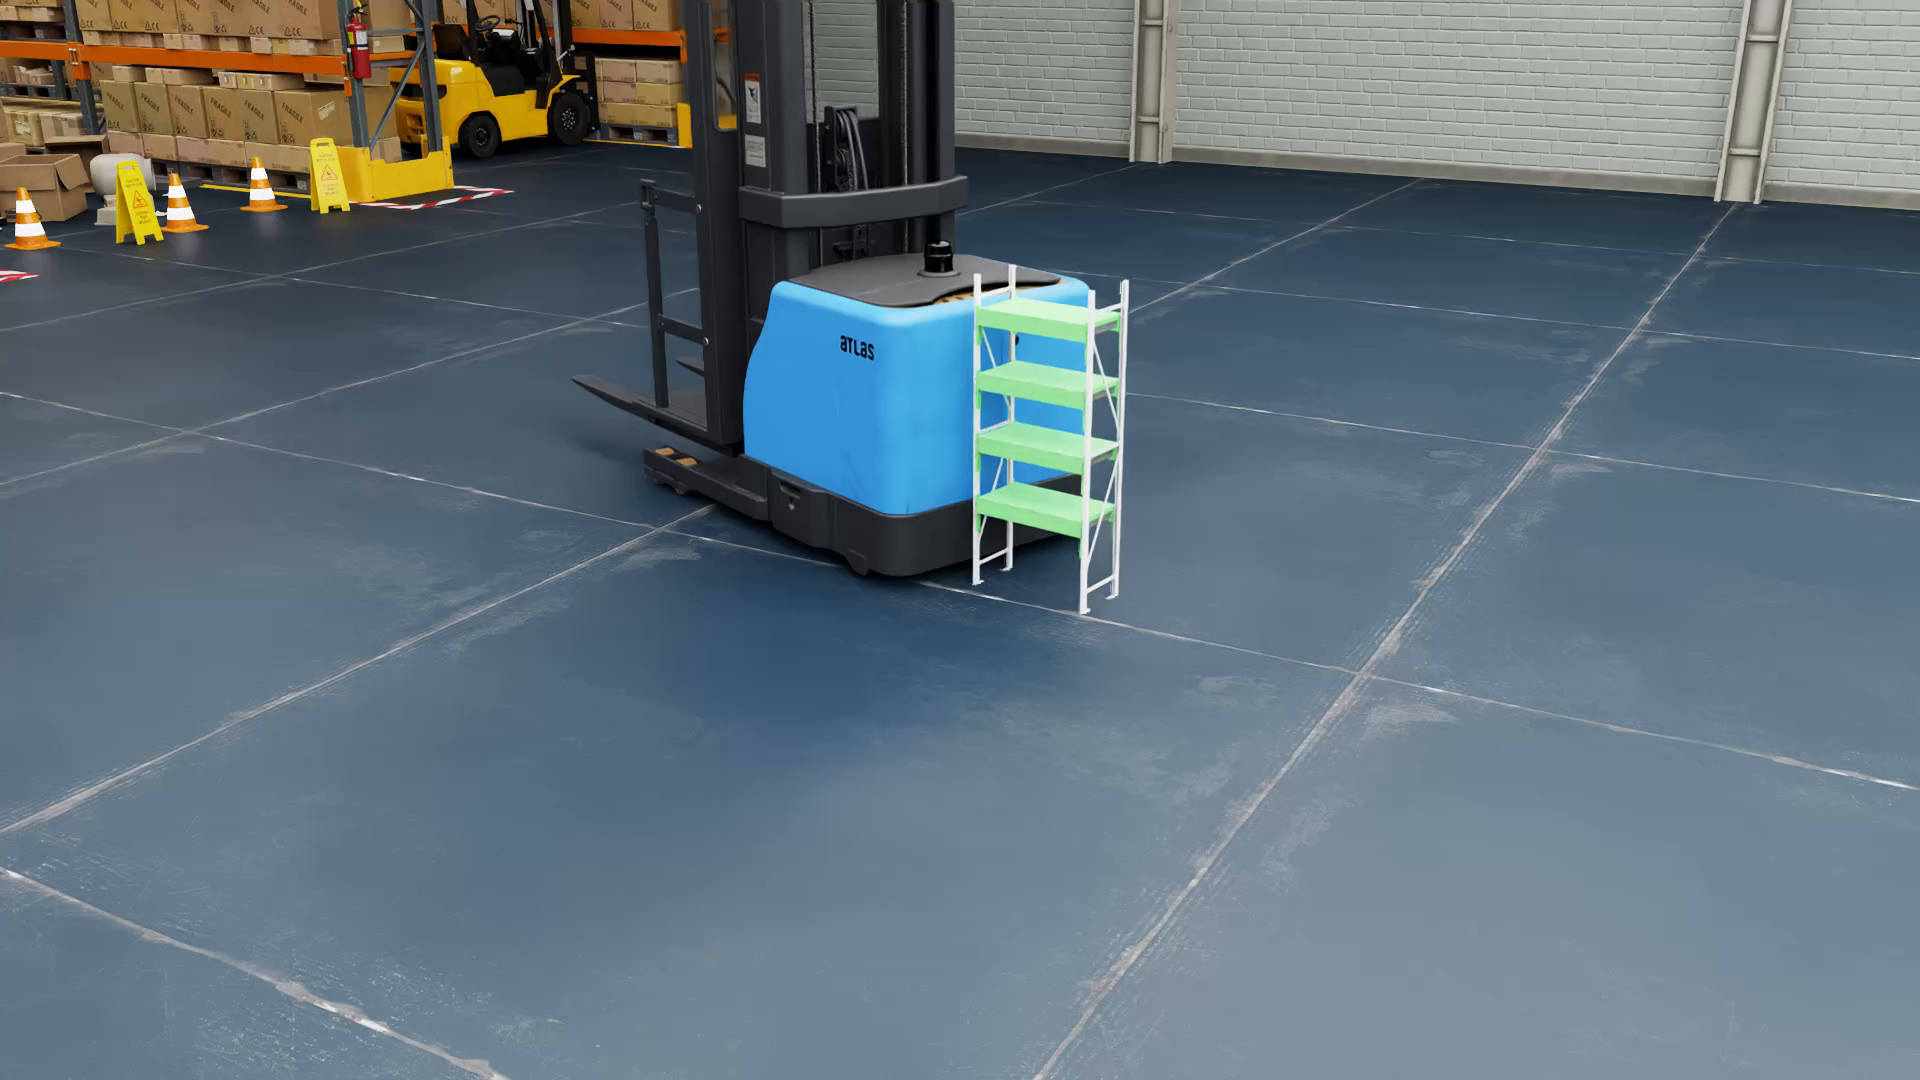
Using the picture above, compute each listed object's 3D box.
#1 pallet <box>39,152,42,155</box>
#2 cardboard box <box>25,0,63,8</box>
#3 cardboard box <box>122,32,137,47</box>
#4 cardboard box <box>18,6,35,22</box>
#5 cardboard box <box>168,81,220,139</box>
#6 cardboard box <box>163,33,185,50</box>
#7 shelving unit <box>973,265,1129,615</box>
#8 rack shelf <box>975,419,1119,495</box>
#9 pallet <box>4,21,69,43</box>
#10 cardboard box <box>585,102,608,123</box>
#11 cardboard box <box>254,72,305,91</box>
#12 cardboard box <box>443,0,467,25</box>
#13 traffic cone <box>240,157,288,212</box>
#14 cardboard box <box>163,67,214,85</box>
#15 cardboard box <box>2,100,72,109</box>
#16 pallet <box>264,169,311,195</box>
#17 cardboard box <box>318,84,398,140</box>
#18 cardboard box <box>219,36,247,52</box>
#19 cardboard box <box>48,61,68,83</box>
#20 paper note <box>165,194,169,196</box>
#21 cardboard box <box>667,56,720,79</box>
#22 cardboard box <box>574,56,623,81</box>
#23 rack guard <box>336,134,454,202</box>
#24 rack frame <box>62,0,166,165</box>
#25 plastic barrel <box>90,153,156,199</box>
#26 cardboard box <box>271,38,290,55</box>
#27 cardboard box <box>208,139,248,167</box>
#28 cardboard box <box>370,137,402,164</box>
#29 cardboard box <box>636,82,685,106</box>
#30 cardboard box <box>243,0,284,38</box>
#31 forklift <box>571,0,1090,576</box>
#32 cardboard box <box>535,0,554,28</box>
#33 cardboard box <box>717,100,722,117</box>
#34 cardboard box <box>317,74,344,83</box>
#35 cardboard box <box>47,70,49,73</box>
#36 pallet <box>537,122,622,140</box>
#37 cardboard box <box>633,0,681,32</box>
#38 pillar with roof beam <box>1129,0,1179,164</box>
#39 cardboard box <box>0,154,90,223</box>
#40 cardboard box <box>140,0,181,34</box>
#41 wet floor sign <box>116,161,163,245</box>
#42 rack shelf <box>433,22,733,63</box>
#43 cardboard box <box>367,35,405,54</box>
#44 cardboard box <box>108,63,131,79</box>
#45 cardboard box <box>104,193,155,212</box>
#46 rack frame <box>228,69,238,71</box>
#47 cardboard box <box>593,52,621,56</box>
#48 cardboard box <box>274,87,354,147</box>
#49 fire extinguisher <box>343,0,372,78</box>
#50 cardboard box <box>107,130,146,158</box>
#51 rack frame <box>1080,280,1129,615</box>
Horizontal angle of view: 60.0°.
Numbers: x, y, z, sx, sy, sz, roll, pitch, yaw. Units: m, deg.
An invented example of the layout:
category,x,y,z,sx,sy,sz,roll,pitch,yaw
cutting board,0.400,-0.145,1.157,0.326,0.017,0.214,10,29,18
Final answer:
category,x,y,z,sx,sy,sz,roll,pitch,yaw
pallet,-10.610,-4.443,18.803,1.213,0.211,1.003,11,23,27
cardboard box,-9.376,-5.815,17.297,0.500,0.500,0.500,10,22,26
cardboard box,-8.249,-5.094,16.879,0.250,0.149,0.380,11,23,27
cardboard box,-9.666,-5.554,17.529,0.250,0.149,0.380,10,22,26
cardboard box,-7.552,-4.329,16.716,0.500,0.500,0.500,12,23,30
cardboard box,-7.630,-4.940,16.454,0.250,0.149,0.380,11,23,28
shelving unit,0.323,-0.372,6.130,0.503,1.200,0.258,14,24,34
rack shelf,0.323,-0.312,6.152,0.480,0.148,0.258,14,24,34
pallet,-9.457,-5.502,17.916,1.213,0.211,1.003,11,23,27
cardboard box,-4.377,-5.295,20.481,0.500,0.250,0.500,11,23,28
cardboard box,-6.548,-4.416,16.005,0.250,0.149,0.380,12,23,29
cardboard box,-6.183,-6.796,21.054,0.500,0.500,0.500,10,22,26
traffic cone,-6.373,-3.252,15.151,0.334,0.463,0.336,11,23,27
cardboard box,-7.711,-4.638,16.618,0.250,0.149,0.380,12,23,30
cardboard box,-10.557,-4.704,18.672,0.625,0.372,0.950,12,23,29
pallet,-6.127,-3.604,16.491,1.213,0.211,1.003,11,23,27
cardboard box,-5.959,-4.234,16.456,0.500,0.500,0.500,10,22,26
cardboard box,-6.950,-4.829,16.147,0.250,0.149,0.380,11,22,27
cardboard box,-13.889,-7.344,26.040,0.500,0.311,0.500,12,23,29
paper note,-7.590,-3.341,16.031,0.148,0.019,0.142,3,20,9
cardboard box,-3.278,-5.746,20.257,0.500,0.250,0.500,10,22,26
cardboard box,-4.399,-5.758,20.289,0.500,0.250,0.500,11,23,28
rack guard,-5.435,-3.594,16.041,0.348,0.500,1.175,11,23,27
rack frame,-8.860,-5.422,17.413,0.127,3.000,1.000,11,23,27
plastic barrel,-7.910,-3.438,15.723,0.512,0.421,0.421,-7,21,-20
cardboard box,-6.288,-4.695,15.779,0.250,0.149,0.380,10,22,26
cardboard box,-7.113,-3.890,16.606,0.500,0.250,0.500,10,22,25
cardboard box,-5.938,-3.878,16.574,0.500,0.250,0.500,11,22,27
cardboard box,-3.528,-5.363,19.934,0.500,0.250,0.500,10,22,27
cardboard box,-6.411,-5.036,15.768,0.500,0.500,0.500,11,23,27
forklift,-0.783,-1.672,7.176,1.130,2.935,3.031,-15,25,-36
cardboard box,-4.849,-6.540,20.350,0.500,0.500,0.500,11,23,28
cardboard box,-3.284,-5.280,20.438,0.500,0.250,0.500,11,23,28
cardboard box,-8.235,-6.321,22.757,0.625,0.625,0.875,10,22,25
cardboard box,-14.267,-7.340,26.267,0.250,0.149,0.380,10,22,27
pallet,-4.700,-5.242,21.007,1.213,0.211,1.003,11,23,27
cardboard box,-3.509,-6.286,19.648,0.500,0.500,0.500,10,22,26
pillar with roof beam,0.019,-7.160,13.407,0.400,9.000,9.100,11,23,27
cardboard box,-8.136,-3.122,14.733,0.637,0.503,0.797,-4,20,-10
cardboard box,-7.731,-5.289,16.463,0.500,0.500,0.500,11,22,27
wet floor sign,-6.703,-2.744,13.484,0.232,0.644,0.267,7,21,18
rack shelf,-4.697,-6.229,20.695,4.000,0.370,1.077,11,23,27
cardboard box,-5.564,-4.757,15.948,0.250,0.149,0.380,11,23,28
cardboard box,-12.211,-6.936,24.636,0.500,0.500,0.500,10,22,26
cardboard box,-7.497,-3.033,15.009,0.380,0.149,0.250,-11,23,-29
rack frame,-9.935,-7.565,23.323,0.127,3.000,1.000,11,23,27
cardboard box,-4.591,-6.002,20.962,0.500,0.250,0.500,10,22,26
cardboard box,-6.195,-4.070,16.002,0.500,0.500,0.500,11,23,28
fire extinguisher,-5.493,-4.564,15.162,0.183,0.674,0.296,11,23,27
cardboard box,-8.477,-4.148,17.319,0.500,0.250,0.500,10,22,25
rack frame,0.518,-0.322,5.992,0.015,1.200,0.240,14,24,34
